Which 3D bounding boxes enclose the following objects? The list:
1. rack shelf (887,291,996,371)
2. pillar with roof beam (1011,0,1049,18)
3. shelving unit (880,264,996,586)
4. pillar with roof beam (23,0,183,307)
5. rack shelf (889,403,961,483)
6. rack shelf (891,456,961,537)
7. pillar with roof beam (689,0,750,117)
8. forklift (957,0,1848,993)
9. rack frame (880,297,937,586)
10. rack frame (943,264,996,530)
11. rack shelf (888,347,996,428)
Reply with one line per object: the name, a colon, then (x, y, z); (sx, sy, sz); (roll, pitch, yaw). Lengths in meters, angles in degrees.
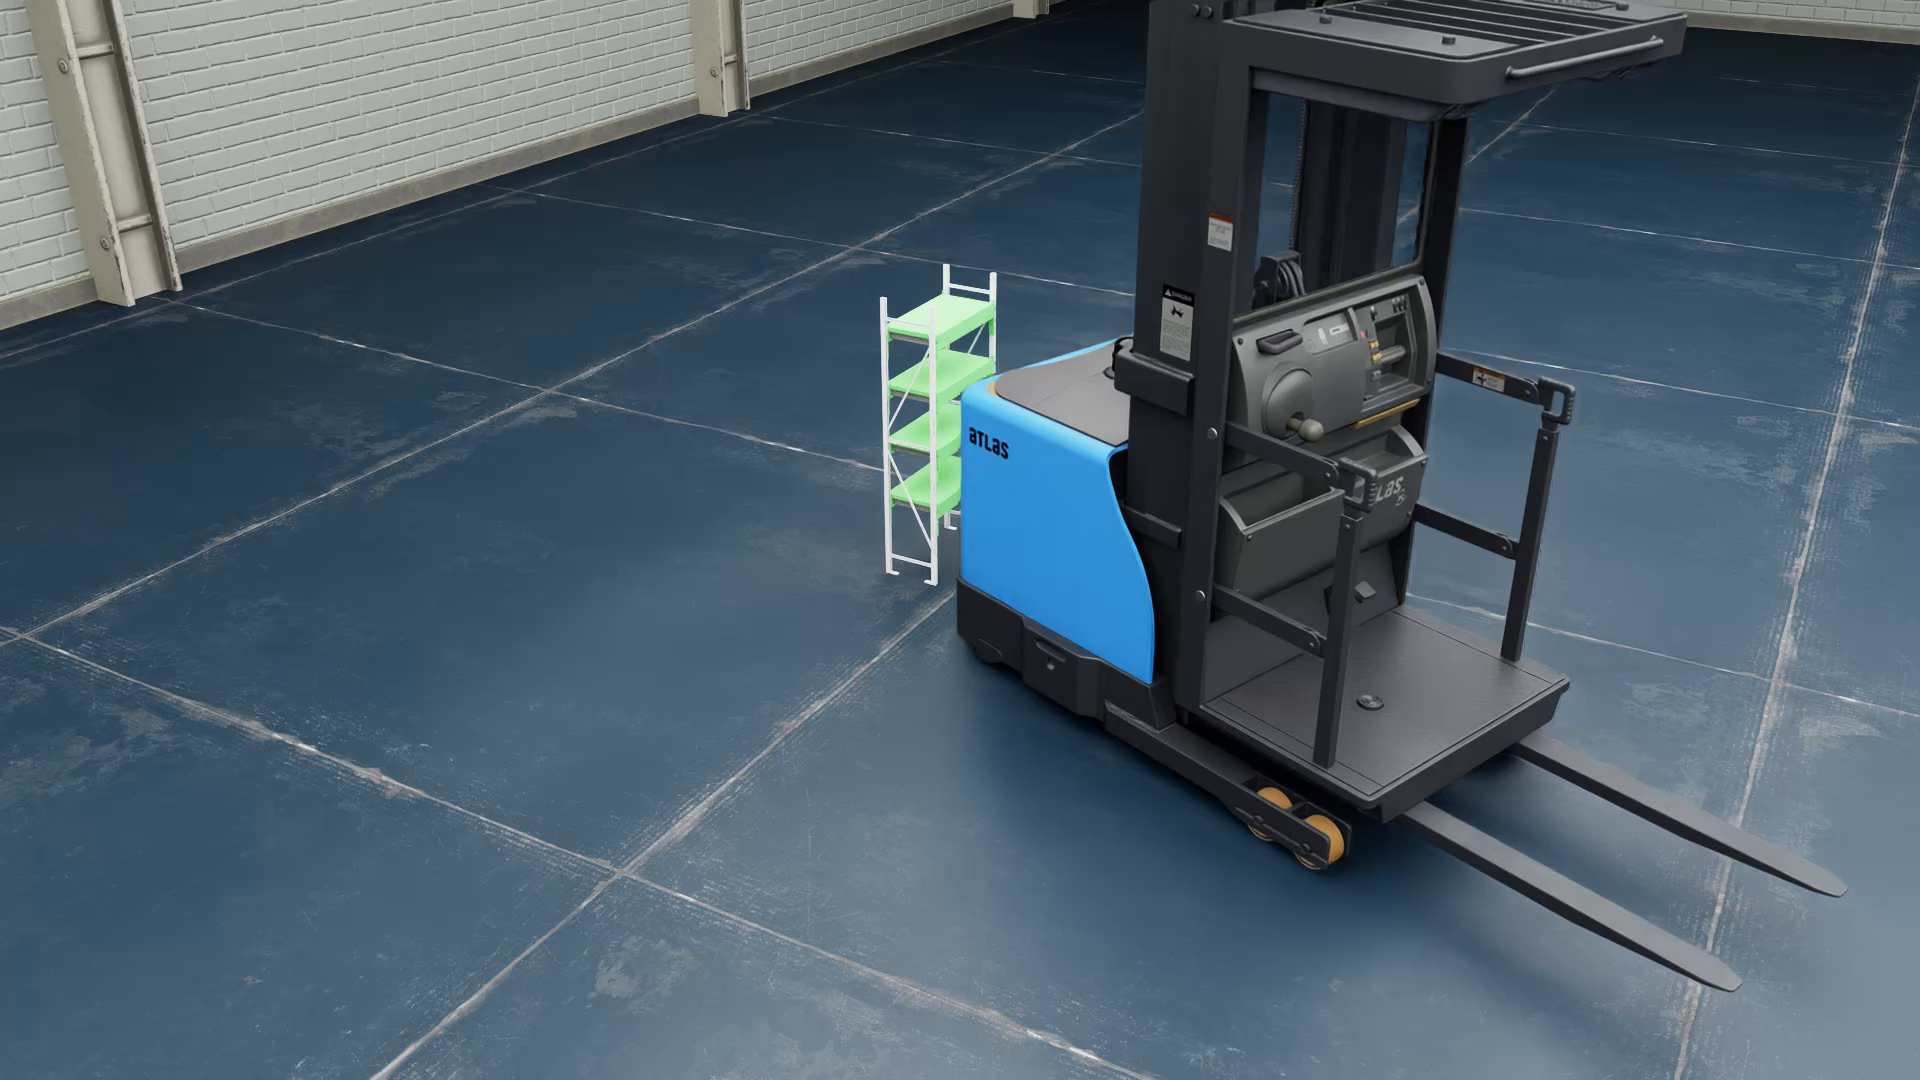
rack shelf: (-0.081, -0.844, 6.666); (0.258, 0.148, 0.480); (14, 30, 26)
pillar with roof beam: (4.574, -9.277, 15.729); (9.100, 9.000, 0.400); (14, 30, 26)
shelving unit: (-0.081, -0.472, 6.853); (0.258, 1.200, 0.503); (14, 30, 26)
pillar with roof beam: (-1.329, -4.600, 6.386); (9.100, 9.000, 0.400); (14, 30, 26)
rack shelf: (-0.081, -0.415, 6.881); (0.258, 0.148, 0.480); (14, 30, 26)
rack shelf: (-0.081, -0.200, 6.989); (0.258, 0.148, 0.480); (14, 30, 26)
pillar with roof beam: (1.623, -6.938, 11.058); (9.100, 9.000, 0.400); (14, 30, 26)
forklift: (1.318, -0.537, 5.049); (1.130, 2.935, 3.031); (-21, 33, -35)
rack frame: (-0.201, -0.377, 6.663); (0.240, 1.200, 0.015); (14, 30, 26)
rack frame: (0.039, -0.567, 7.043); (0.240, 1.200, 0.015); (14, 30, 26)
rack shelf: (-0.081, -0.629, 6.774); (0.258, 0.148, 0.480); (14, 30, 26)
